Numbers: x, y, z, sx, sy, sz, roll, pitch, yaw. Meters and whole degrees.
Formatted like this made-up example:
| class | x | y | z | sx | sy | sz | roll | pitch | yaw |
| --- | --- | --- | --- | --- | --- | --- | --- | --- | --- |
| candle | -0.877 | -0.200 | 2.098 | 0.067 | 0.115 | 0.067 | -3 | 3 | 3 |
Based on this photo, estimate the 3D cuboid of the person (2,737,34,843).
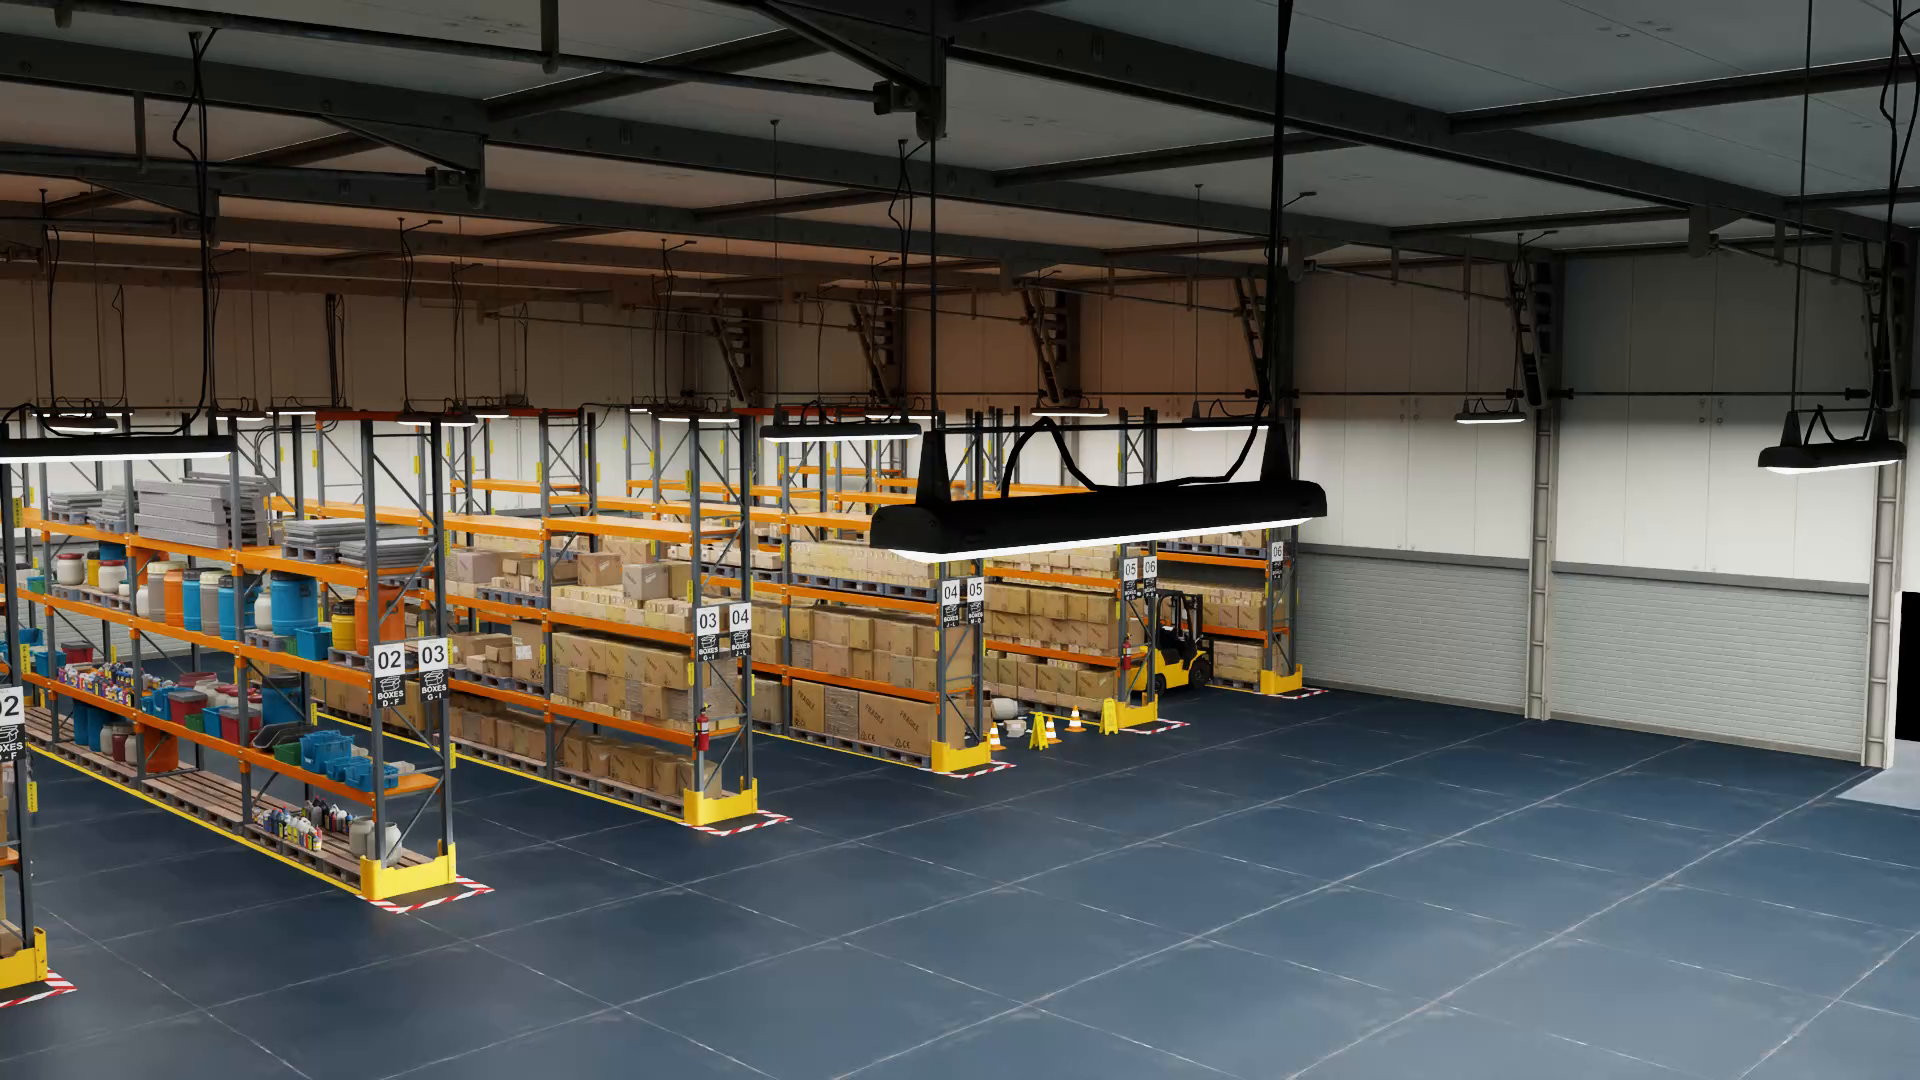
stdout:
| class | x | y | z | sx | sy | sz | roll | pitch | yaw |
| --- | --- | --- | --- | --- | --- | --- | --- | --- | --- |
| person | -13.349 | 3.387 | 23.419 | 0.855 | 1.838 | 0.609 | 4 | 7 | 40 |
